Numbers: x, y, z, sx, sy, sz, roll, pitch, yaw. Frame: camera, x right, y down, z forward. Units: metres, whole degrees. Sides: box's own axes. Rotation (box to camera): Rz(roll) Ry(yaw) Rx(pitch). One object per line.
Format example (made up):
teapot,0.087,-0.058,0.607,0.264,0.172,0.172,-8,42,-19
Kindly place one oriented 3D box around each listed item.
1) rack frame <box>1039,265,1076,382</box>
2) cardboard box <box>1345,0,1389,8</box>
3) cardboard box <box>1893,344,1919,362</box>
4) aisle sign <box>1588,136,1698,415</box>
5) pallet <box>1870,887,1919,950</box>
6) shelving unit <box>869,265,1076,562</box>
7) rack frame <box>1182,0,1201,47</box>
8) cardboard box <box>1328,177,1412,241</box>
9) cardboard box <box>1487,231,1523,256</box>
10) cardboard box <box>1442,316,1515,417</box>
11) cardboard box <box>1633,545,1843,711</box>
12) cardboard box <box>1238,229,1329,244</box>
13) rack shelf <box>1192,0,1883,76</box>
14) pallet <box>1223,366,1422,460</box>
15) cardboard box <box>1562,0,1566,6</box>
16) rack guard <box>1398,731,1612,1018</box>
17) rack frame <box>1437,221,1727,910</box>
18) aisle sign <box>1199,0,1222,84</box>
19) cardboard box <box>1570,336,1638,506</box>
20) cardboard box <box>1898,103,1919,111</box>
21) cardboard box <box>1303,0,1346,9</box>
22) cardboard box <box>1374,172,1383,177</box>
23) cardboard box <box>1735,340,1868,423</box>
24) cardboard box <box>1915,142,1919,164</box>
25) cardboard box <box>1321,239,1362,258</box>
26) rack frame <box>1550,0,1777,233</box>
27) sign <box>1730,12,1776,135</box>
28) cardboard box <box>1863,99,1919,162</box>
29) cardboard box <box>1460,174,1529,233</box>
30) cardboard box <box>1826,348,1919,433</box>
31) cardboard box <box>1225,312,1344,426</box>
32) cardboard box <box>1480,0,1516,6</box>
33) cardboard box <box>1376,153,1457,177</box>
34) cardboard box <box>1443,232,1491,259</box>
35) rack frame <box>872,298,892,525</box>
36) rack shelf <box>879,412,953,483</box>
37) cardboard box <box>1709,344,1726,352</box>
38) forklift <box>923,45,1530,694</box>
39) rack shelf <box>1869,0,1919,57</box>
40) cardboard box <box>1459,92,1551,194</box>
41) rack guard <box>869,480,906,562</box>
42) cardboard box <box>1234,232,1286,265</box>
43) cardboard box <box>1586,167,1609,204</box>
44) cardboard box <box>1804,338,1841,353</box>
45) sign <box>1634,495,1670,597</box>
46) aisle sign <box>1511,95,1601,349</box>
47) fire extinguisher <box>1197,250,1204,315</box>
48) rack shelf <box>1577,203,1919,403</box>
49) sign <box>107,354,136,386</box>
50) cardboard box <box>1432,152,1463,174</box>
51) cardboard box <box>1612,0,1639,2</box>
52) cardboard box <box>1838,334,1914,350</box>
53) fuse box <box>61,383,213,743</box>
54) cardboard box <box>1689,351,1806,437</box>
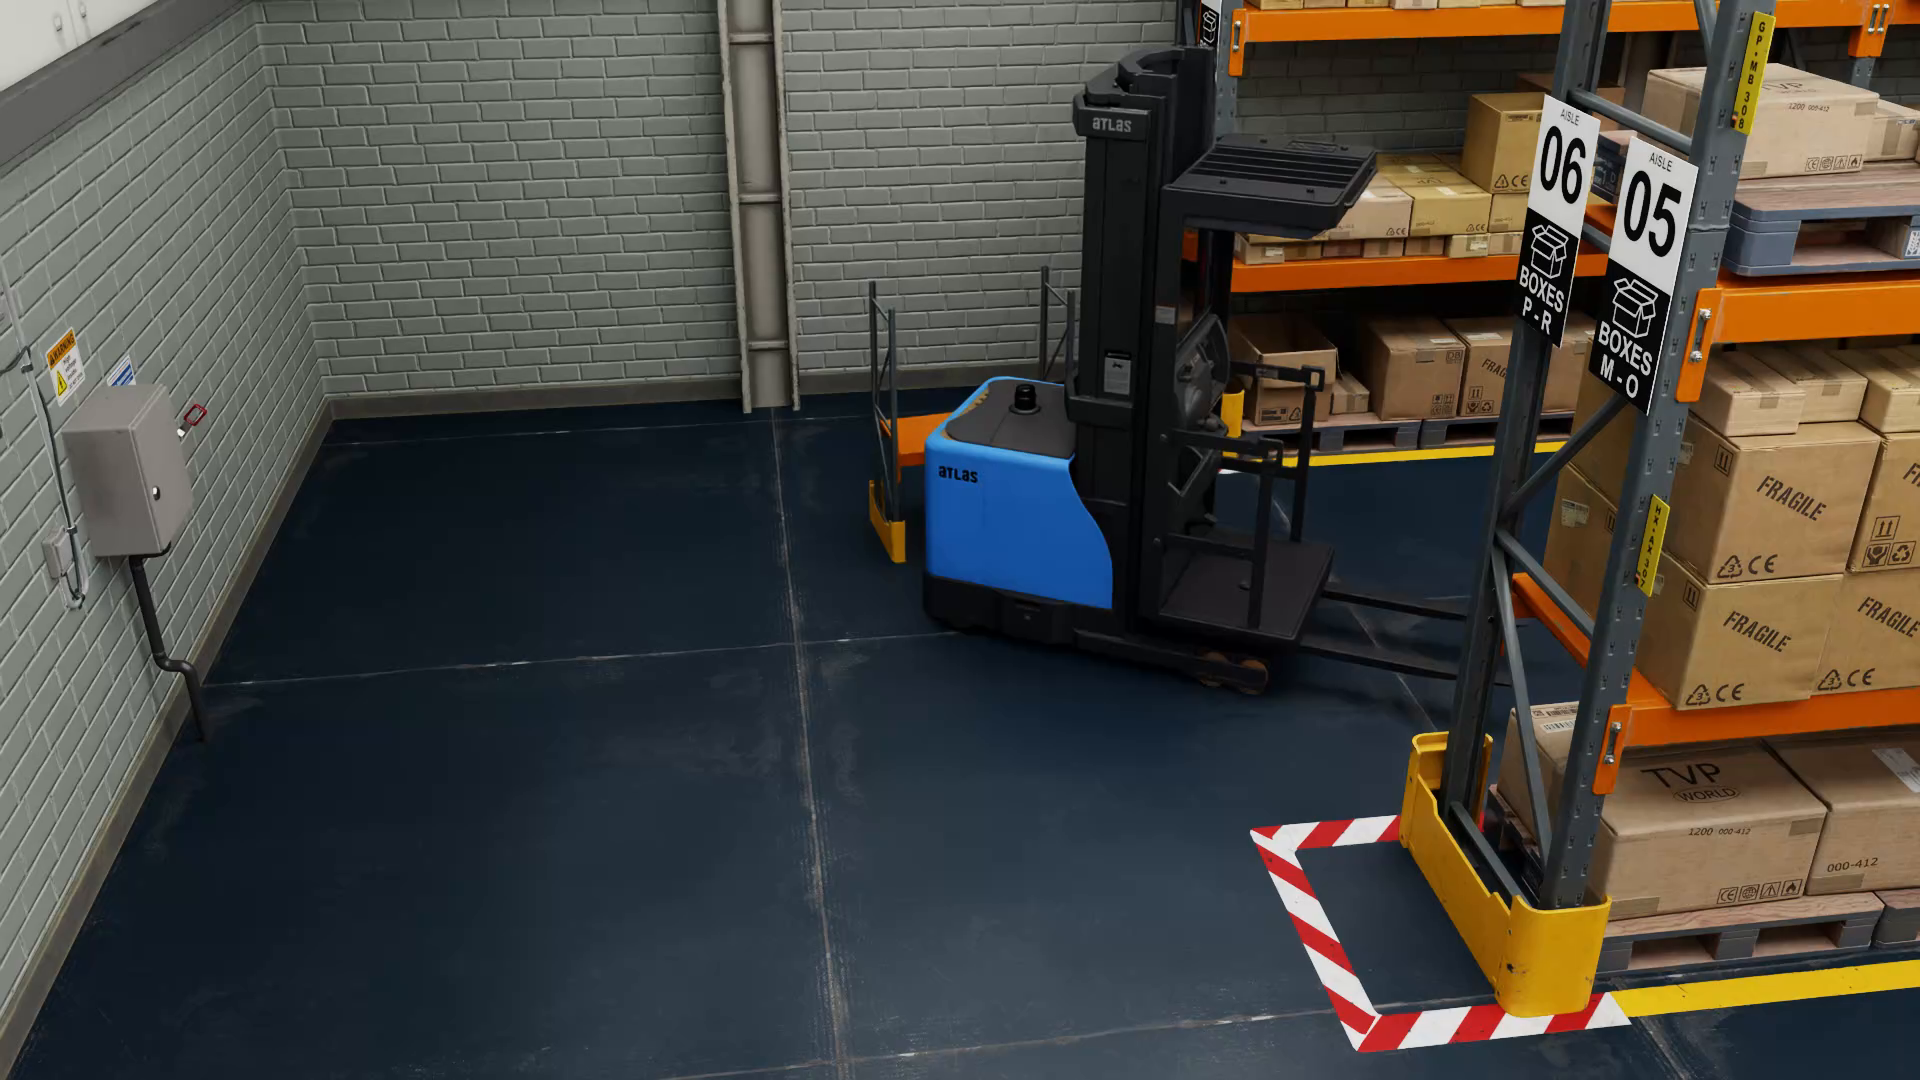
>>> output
rack frame,0.551,-0.800,9.667,0.032,1.500,0.500,-7,28,-14
cardboard box,2.336,-3.230,9.749,0.250,0.149,0.380,-4,27,-7
cardboard box,3.342,-0.525,5.573,0.250,0.149,0.380,-5,28,-9
aisle sign,2.140,-0.832,5.239,0.004,0.787,0.394,-4,27,-7
pallet,4.158,1.267,7.050,1.213,0.211,1.003,-4,27,-7
shelving unit,0.054,-0.735,9.540,1.083,1.500,0.587,-7,28,-14
rack frame,1.476,-2.054,10.466,0.053,2.616,0.949,-4,27,-7
cardboard box,2.462,-2.060,10.317,0.500,0.250,0.500,-3,27,-7
cardboard box,3.380,-1.926,10.492,0.250,0.149,0.380,-3,27,-6
cardboard box,3.484,-1.151,10.986,0.500,0.500,0.500,-3,27,-6
cardboard box,2.687,0.243,5.880,0.500,0.500,0.500,-4,27,-8
cardboard box,1.963,-2.028,10.255,0.500,0.250,0.500,-4,27,-7
rack shelf,3.457,-3.197,10.197,4.000,0.370,1.077,-4,27,-7
pallet,2.341,-0.870,11.215,1.213,0.211,1.003,-4,27,-7
cardboard box,3.602,-3.265,9.816,0.250,0.149,0.380,-3,27,-6
rack guard,2.147,1.302,6.664,0.348,0.500,1.175,-4,27,-7
rack frame,2.171,0.189,6.097,0.127,3.000,1.000,-4,27,-7
aisle sign,1.449,-3.075,9.609,0.004,0.787,0.394,-4,27,-7
cardboard box,2.615,-0.439,6.115,0.500,0.500,0.500,-3,27,-5
cardboard box,6.460,-2.503,10.774,0.500,0.500,0.700,-3,27,-7
cardboard box,2.080,-3.222,9.732,0.250,0.149,0.380,-3,27,-6
cardboard box,2.405,-2.302,10.789,0.500,0.250,0.500,-4,27,-7
cardboard box,2.811,-0.536,5.593,0.250,0.149,0.380,-3,27,-6
cardboard box,3.281,-1.231,5.283,0.250,0.149,0.380,-3,27,-5
cardboard box,2.341,-1.910,10.461,0.250,0.149,0.380,-4,27,-8
rack frame,2.171,-2.481,4.727,0.127,3.000,1.000,-4,27,-7
sign,2.243,-1.319,4.705,0.005,0.325,0.100,-4,27,-7
cardboard box,3.008,-1.398,5.608,0.250,0.149,0.380,-6,28,-11
cardboard box,3.467,-2.136,10.465,0.500,0.250,0.500,-4,27,-8
cardboard box,3.084,-0.500,5.524,0.250,0.149,0.380,-3,27,-6
cardboard box,2.095,-1.127,10.936,0.637,0.503,0.797,-5,28,-9
cardboard box,3.092,-3.263,9.813,0.250,0.149,0.380,-4,27,-8
cardboard box,2.896,-2.332,10.847,0.500,0.250,0.500,-3,27,-5
cardboard box,3.122,-1.900,10.442,0.250,0.149,0.380,-4,27,-9
rack frame,-0.427,-0.674,9.420,0.013,1.308,0.475,-7,28,-14
rack shelf,0.062,-0.577,9.625,1.000,0.185,0.538,-7,28,-14
cardboard box,2.499,-0.703,5.918,0.250,0.149,0.380,-3,27,-6
forklift,1.374,-0.814,8.126,3.031,2.935,1.130,10,29,19
rack shelf,7.418,-3.451,10.693,4.000,0.370,1.077,-4,27,-7
cardboard box,3.448,-2.457,10.270,0.500,0.500,0.500,-3,27,-6
rack guard,-0.425,-0.117,9.704,0.087,0.250,0.587,-7,28,-14
cardboard box,1.840,-1.840,10.326,0.250,0.149,0.380,-4,27,-8
cardboard box,3.977,-2.168,10.528,0.500,0.250,0.500,-4,27,-7
cardboard box,2.991,-0.784,6.077,0.250,0.149,0.380,-4,27,-8
sign,2.243,0.019,5.391,0.005,0.325,0.100,-4,27,-7
aisle sign,2.057,-1.104,5.767,0.004,0.787,0.394,-4,27,-7
fire extinguisher,1.395,-1.636,10.147,0.183,0.674,0.296,-4,27,-7
rack shelf,4.152,-0.953,5.824,4.000,0.370,1.077,-4,27,-7
sign,-3.831,-0.569,7.677,0.001,0.494,0.329,-4,27,-7
cardboard box,3.414,-2.365,10.911,0.500,0.250,0.500,-4,27,-7
cardboard box,3.851,-3.312,9.909,0.250,0.149,0.380,-3,27,-7
cardboard box,3.246,-0.782,6.072,0.250,0.149,0.380,-3,27,-6
fuse box,-3.557,0.172,7.540,0.414,1.711,0.539,-4,27,-7
cardboard box,2.561,-0.487,5.498,0.250,0.149,0.380,-3,27,-6
